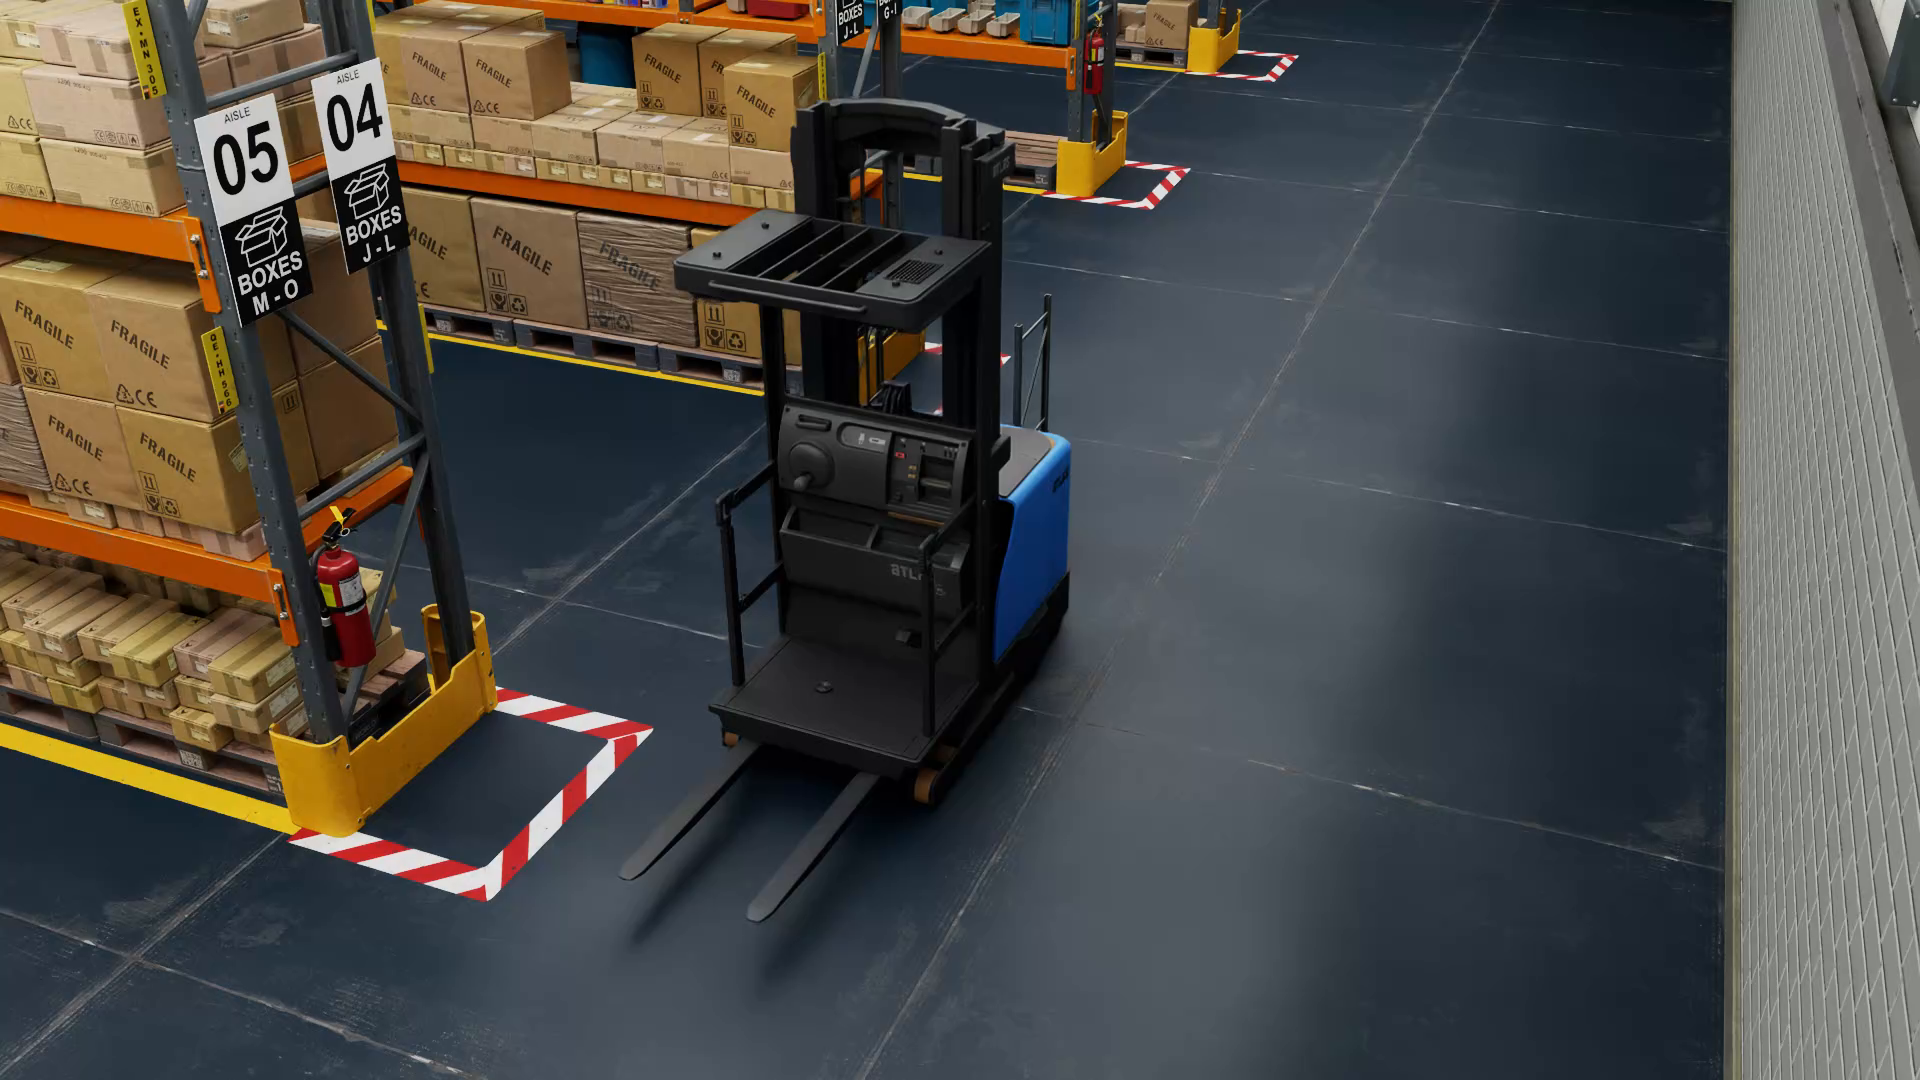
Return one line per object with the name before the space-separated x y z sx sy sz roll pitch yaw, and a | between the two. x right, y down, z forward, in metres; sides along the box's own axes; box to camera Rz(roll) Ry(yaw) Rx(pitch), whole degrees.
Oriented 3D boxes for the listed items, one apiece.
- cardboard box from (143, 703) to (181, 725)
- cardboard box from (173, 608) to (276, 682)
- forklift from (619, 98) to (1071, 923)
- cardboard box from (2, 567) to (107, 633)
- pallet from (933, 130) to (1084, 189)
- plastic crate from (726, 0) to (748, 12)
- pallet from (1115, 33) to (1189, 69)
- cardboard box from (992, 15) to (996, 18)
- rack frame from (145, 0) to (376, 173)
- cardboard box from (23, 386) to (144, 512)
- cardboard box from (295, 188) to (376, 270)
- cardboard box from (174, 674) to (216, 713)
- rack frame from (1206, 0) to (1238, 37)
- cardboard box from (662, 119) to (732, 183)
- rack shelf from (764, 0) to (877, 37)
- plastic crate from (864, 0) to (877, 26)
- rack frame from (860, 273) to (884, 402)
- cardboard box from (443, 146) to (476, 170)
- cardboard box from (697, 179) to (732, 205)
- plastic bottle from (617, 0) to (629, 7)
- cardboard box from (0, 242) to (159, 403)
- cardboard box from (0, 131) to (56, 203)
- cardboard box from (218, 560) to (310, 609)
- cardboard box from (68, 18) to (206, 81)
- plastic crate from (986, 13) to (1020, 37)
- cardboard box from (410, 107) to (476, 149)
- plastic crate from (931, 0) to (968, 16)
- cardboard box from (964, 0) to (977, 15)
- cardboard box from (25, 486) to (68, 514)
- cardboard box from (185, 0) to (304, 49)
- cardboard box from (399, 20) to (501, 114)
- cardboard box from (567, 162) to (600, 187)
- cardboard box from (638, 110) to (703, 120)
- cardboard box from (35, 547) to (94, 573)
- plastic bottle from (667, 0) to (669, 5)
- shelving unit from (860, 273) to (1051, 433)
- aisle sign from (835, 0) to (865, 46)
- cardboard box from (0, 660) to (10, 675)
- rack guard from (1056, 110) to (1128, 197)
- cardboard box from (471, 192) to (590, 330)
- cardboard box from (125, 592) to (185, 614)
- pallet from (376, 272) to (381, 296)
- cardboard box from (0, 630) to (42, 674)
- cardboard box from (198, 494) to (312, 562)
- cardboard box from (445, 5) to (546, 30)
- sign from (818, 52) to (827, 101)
cardboard box | -3.650 0.712 7.912 0.250 0.149 0.380 11 31 19
cardboard box | -3.392 0.490 7.701 0.250 0.149 0.380 12 32 20
forklift | -0.482 -0.308 7.317 1.130 2.935 3.031 12 32 21
cardboard box | -4.368 0.299 8.038 0.250 0.149 0.380 10 31 17
pallet | 0.476 -3.712 16.103 1.213 0.211 1.003 11 31 19
plastic crate | -2.103 -5.256 16.207 0.243 0.136 0.396 11 31 19
pallet | 2.282 -5.960 20.081 1.213 0.211 1.003 11 31 19
cardboard box | 0.498 -6.380 20.421 0.250 0.166 0.380 11 31 19
rack frame | -2.595 -2.866 5.675 0.127 3.000 1.000 11 31 19
cardboard box | -3.583 -0.491 7.166 0.500 0.500 0.500 11 31 18
cardboard box | -4.943 -2.604 13.042 0.875 0.875 1.225 11 31 19
cardboard box | -3.413 0.634 7.748 0.250 0.149 0.380 11 31 18
rack frame | 3.092 -7.013 19.110 0.127 3.000 1.000 11 31 19
cardboard box | -1.655 -2.624 11.194 0.500 0.250 0.500 11 31 18
rack shelf | -2.489 -3.860 11.213 4.000 0.370 1.077 11 31 19
plastic crate | -0.773 -4.972 15.607 0.300 0.233 0.416 11 31 19
rack frame | -0.550 -0.763 9.575 0.032 1.500 0.500 11 31 19
cardboard box | -3.462 -2.777 11.869 0.250 0.149 0.380 10 31 18
cardboard box | -1.565 -2.398 11.200 0.250 0.149 0.380 11 31 19
plastic bottle | -3.306 -5.435 16.443 0.135 0.276 0.152 11 31 19
cardboard box | -3.582 -0.928 6.923 0.500 0.500 0.500 10 31 17
cardboard box | -3.591 -1.550 6.547 0.500 0.250 0.500 11 31 19
cardboard box | -3.438 0.192 8.228 0.250 0.149 0.380 11 31 19
cardboard box | -3.013 -1.814 6.101 0.250 0.149 0.380 11 31 19
plastic crate | 0.402 -4.735 15.286 0.243 0.136 0.396 11 31 19
cardboard box | -3.547 -3.001 11.861 0.500 0.250 0.500 11 31 19
plastic crate | -0.099 -5.148 15.919 0.300 0.233 0.416 11 31 19
cardboard box | 0.020 -6.881 20.968 0.500 0.500 0.500 11 31 19
cardboard box | -3.936 -0.278 7.448 0.250 0.149 0.380 10 31 17
cardboard box | -2.809 -2.050 6.519 0.250 0.149 0.380 11 31 19
cardboard box | -3.542 -3.328 11.678 0.500 0.500 0.500 11 31 19
cardboard box | -2.506 -2.586 11.533 0.250 0.149 0.380 12 32 20
cardboard box | -1.928 -2.961 11.790 0.500 0.250 0.500 10 31 17
cardboard box | -4.448 0.056 8.469 0.250 0.149 0.380 11 31 19
plastic bottle | -2.938 -5.395 16.448 0.097 0.201 0.097 0 29 0
shelving unit | -0.071 -0.667 9.406 1.083 1.500 0.587 11 31 19
aisle sign | -0.682 -3.479 10.214 0.004 0.787 0.394 11 31 19
cardboard box | -4.595 0.513 8.264 0.250 0.149 0.380 12 32 21
rack guard | 1.253 -3.669 15.733 0.348 0.500 1.175 11 31 19
cardboard box | -2.927 -2.170 12.273 0.875 0.875 0.875 11 31 19
cardboard box | -3.955 0.276 8.381 0.250 0.149 0.380 10 31 17
pallet | -5.086 -2.132 13.307 1.213 0.211 1.003 11 31 19
cardboard box | -4.388 0.466 8.046 0.250 0.149 0.380 13 32 22
cardboard box | -3.003 -0.076 7.092 0.250 0.149 0.380 11 31 19
cardboard box | -3.354 -3.570 12.106 0.500 0.500 0.500 12 31 20
sign | -0.853 -2.860 10.343 0.005 0.325 0.100 11 31 19
